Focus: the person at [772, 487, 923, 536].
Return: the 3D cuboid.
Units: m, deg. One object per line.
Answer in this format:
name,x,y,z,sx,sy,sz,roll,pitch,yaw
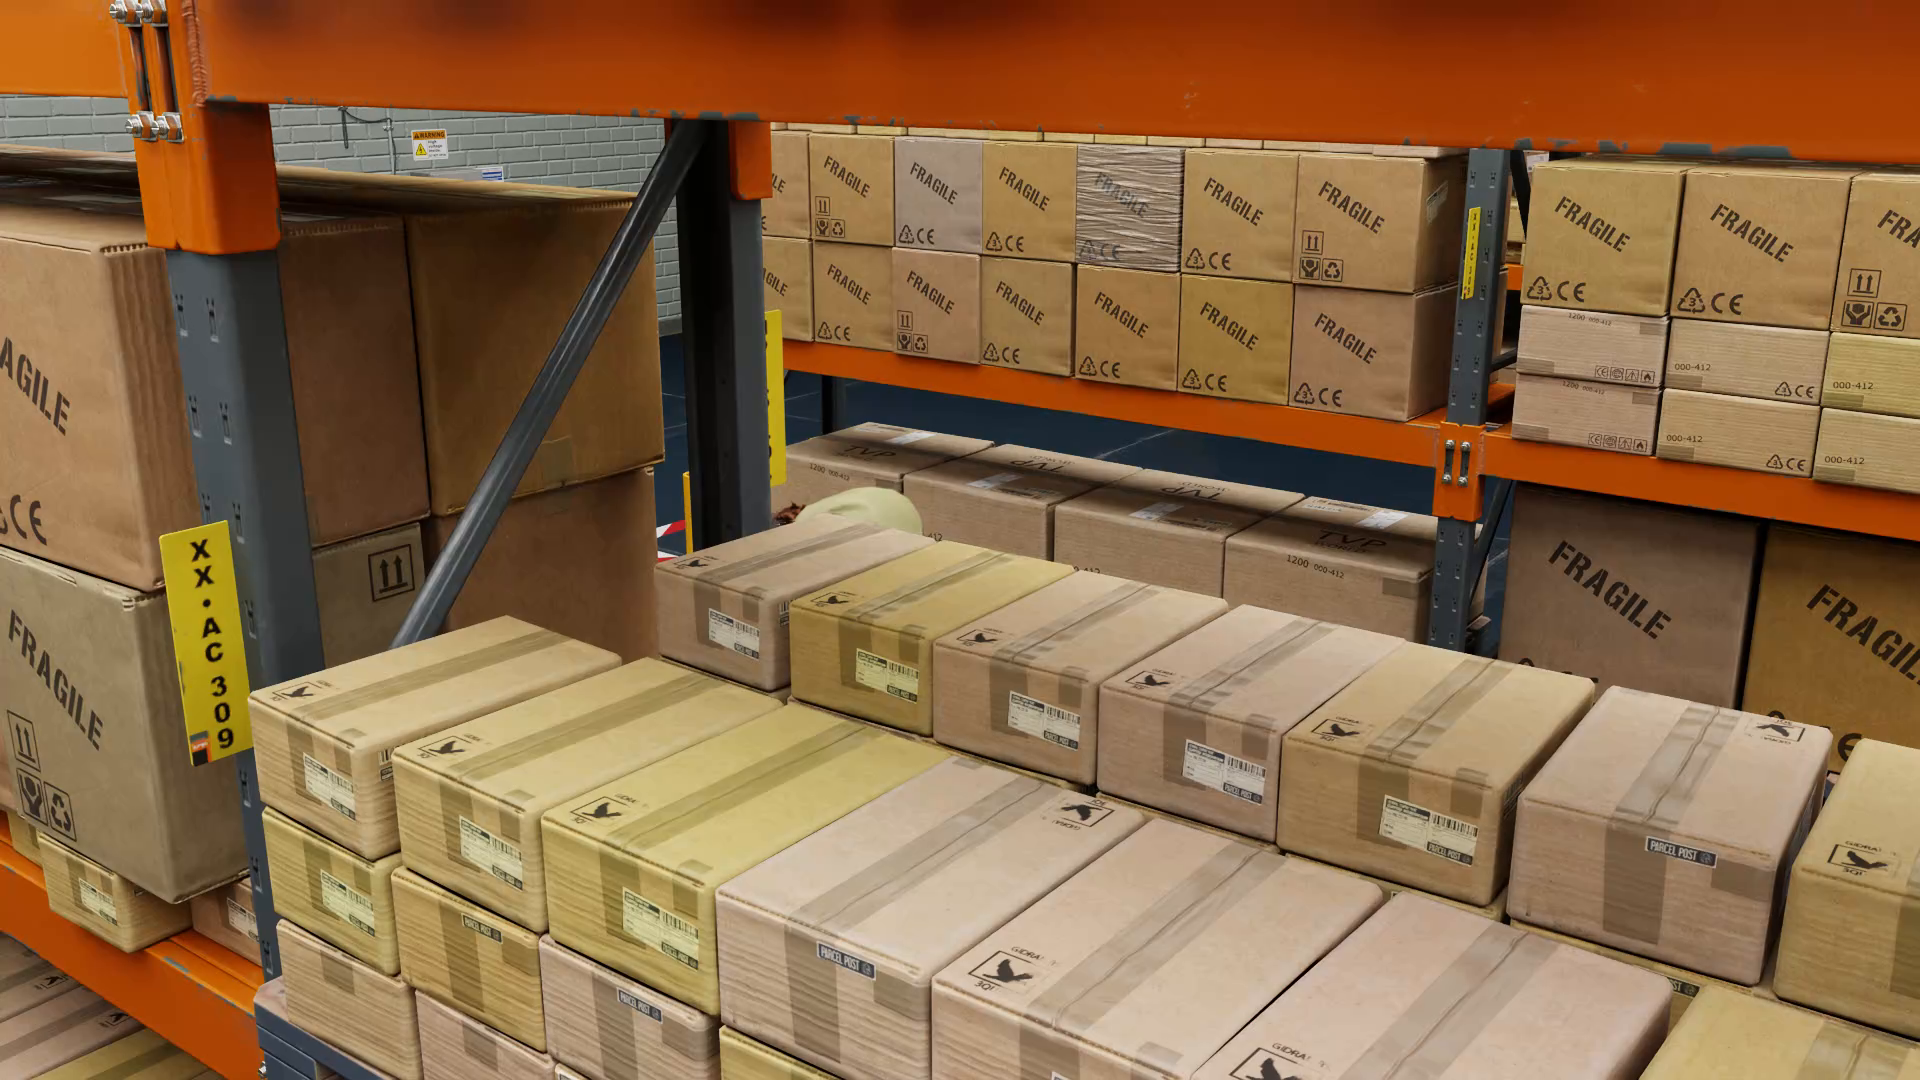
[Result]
person,-0.558,0.184,7.313,0.847,0.878,0.465,12,20,34
